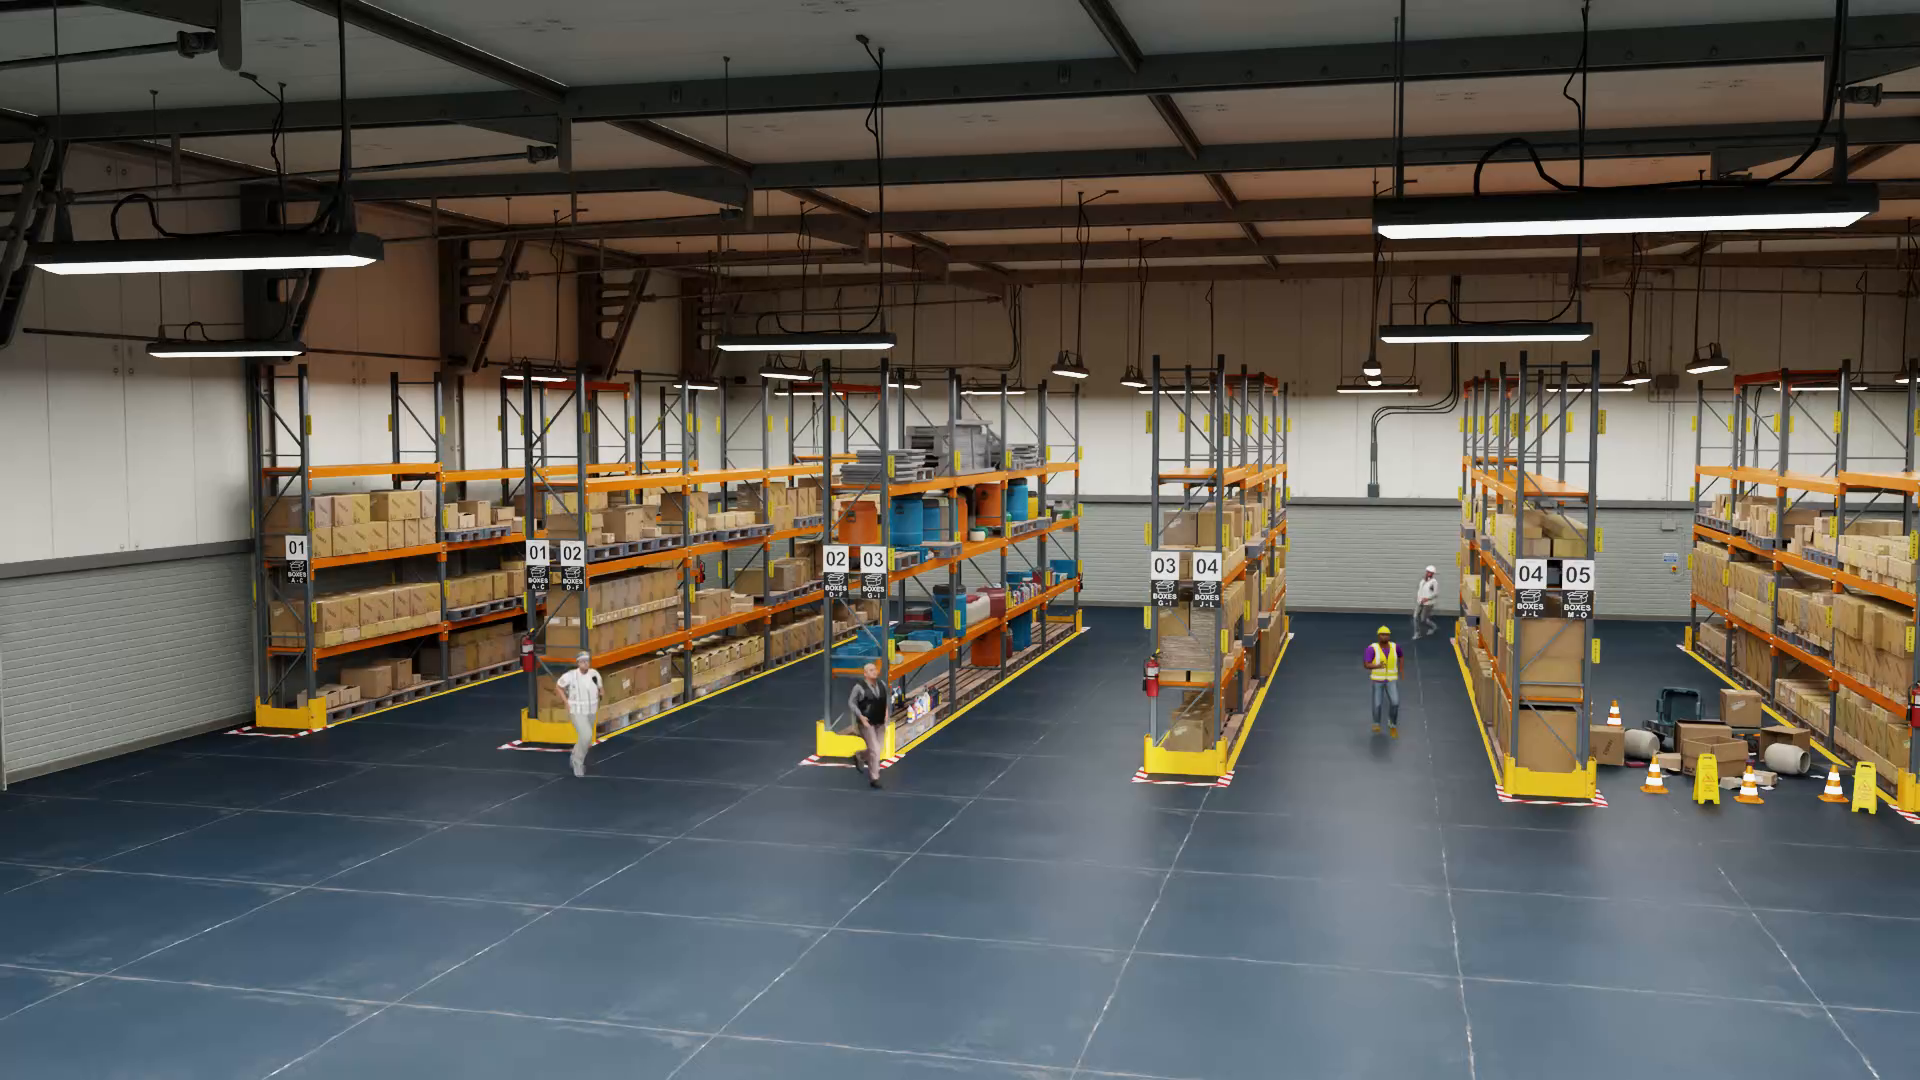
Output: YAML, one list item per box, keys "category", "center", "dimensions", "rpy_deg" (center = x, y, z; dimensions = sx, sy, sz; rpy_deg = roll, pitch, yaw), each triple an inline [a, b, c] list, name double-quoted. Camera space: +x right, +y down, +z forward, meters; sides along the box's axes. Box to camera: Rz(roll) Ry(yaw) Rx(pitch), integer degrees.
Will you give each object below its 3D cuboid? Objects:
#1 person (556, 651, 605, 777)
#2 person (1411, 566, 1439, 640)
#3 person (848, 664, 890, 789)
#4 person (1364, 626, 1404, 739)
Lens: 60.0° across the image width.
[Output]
- category: "person"
  center: [-5.380, 2.496, 23.856]
  dimensions: [0.752, 1.841, 0.626]
  rpy_deg: [4, 5, 44]
- category: "person"
  center: [10.921, 1.470, 38.805]
  dimensions: [0.720, 1.747, 0.696]
  rpy_deg: [-2, 5, -29]
- category: "person"
  center: [-1.270, 2.556, 23.134]
  dimensions: [0.660, 1.712, 0.757]
  rpy_deg: [-3, 5, -38]
- category: "person"
  center: [6.819, 2.290, 26.690]
  dimensions: [0.684, 1.814, 0.731]
  rpy_deg: [0, 4, 4]
